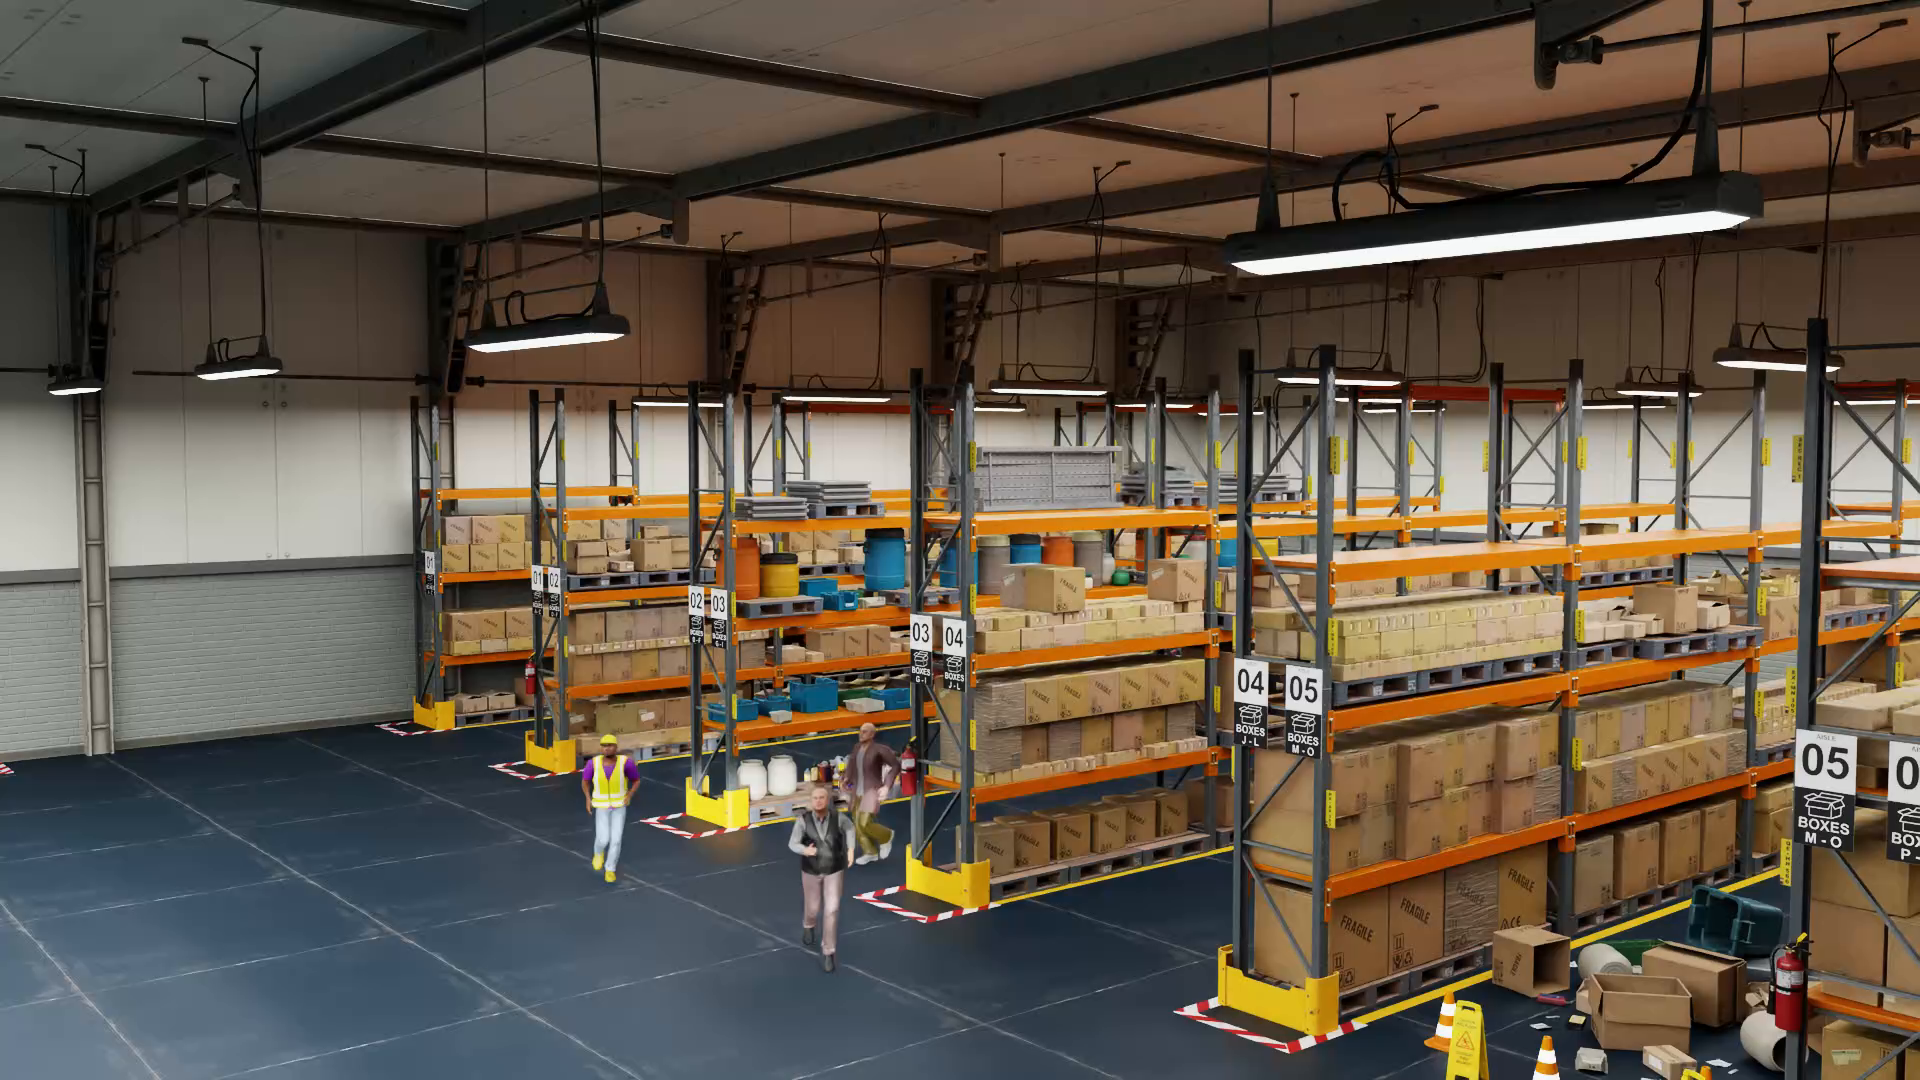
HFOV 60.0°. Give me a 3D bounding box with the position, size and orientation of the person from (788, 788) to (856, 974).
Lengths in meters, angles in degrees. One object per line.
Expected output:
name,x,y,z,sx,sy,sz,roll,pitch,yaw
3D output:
person,-1.371,3.325,16.579,0.666,1.751,0.953,0,3,-4

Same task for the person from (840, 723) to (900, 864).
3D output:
person,-1.120,3.094,20.313,0.760,1.733,0.657,3,4,40

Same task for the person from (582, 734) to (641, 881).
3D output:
person,-4.114,3.146,19.633,0.687,1.731,0.618,-1,3,-10
